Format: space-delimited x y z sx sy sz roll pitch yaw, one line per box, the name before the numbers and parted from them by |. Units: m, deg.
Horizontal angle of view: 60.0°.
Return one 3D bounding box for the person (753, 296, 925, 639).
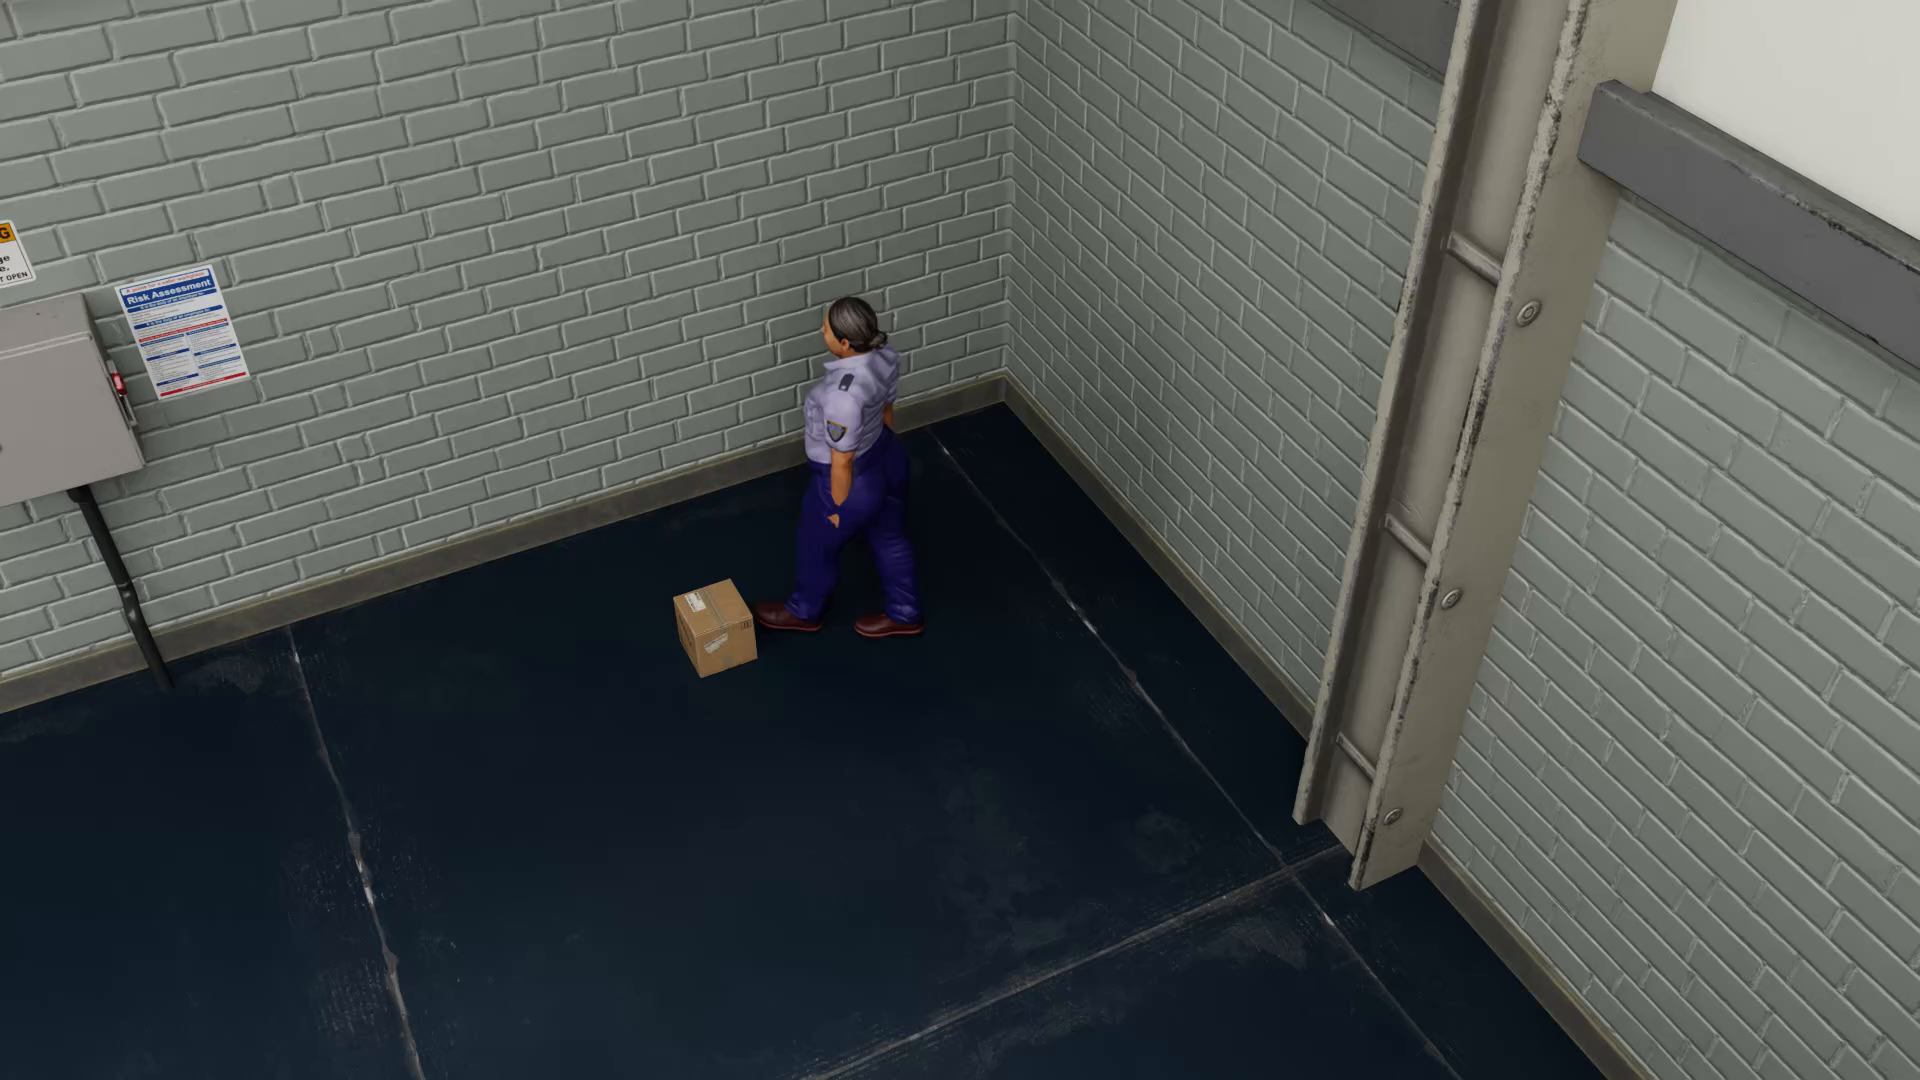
person | -0.488 -0.276 6.475 0.683 1.634 0.453 19 45 20
